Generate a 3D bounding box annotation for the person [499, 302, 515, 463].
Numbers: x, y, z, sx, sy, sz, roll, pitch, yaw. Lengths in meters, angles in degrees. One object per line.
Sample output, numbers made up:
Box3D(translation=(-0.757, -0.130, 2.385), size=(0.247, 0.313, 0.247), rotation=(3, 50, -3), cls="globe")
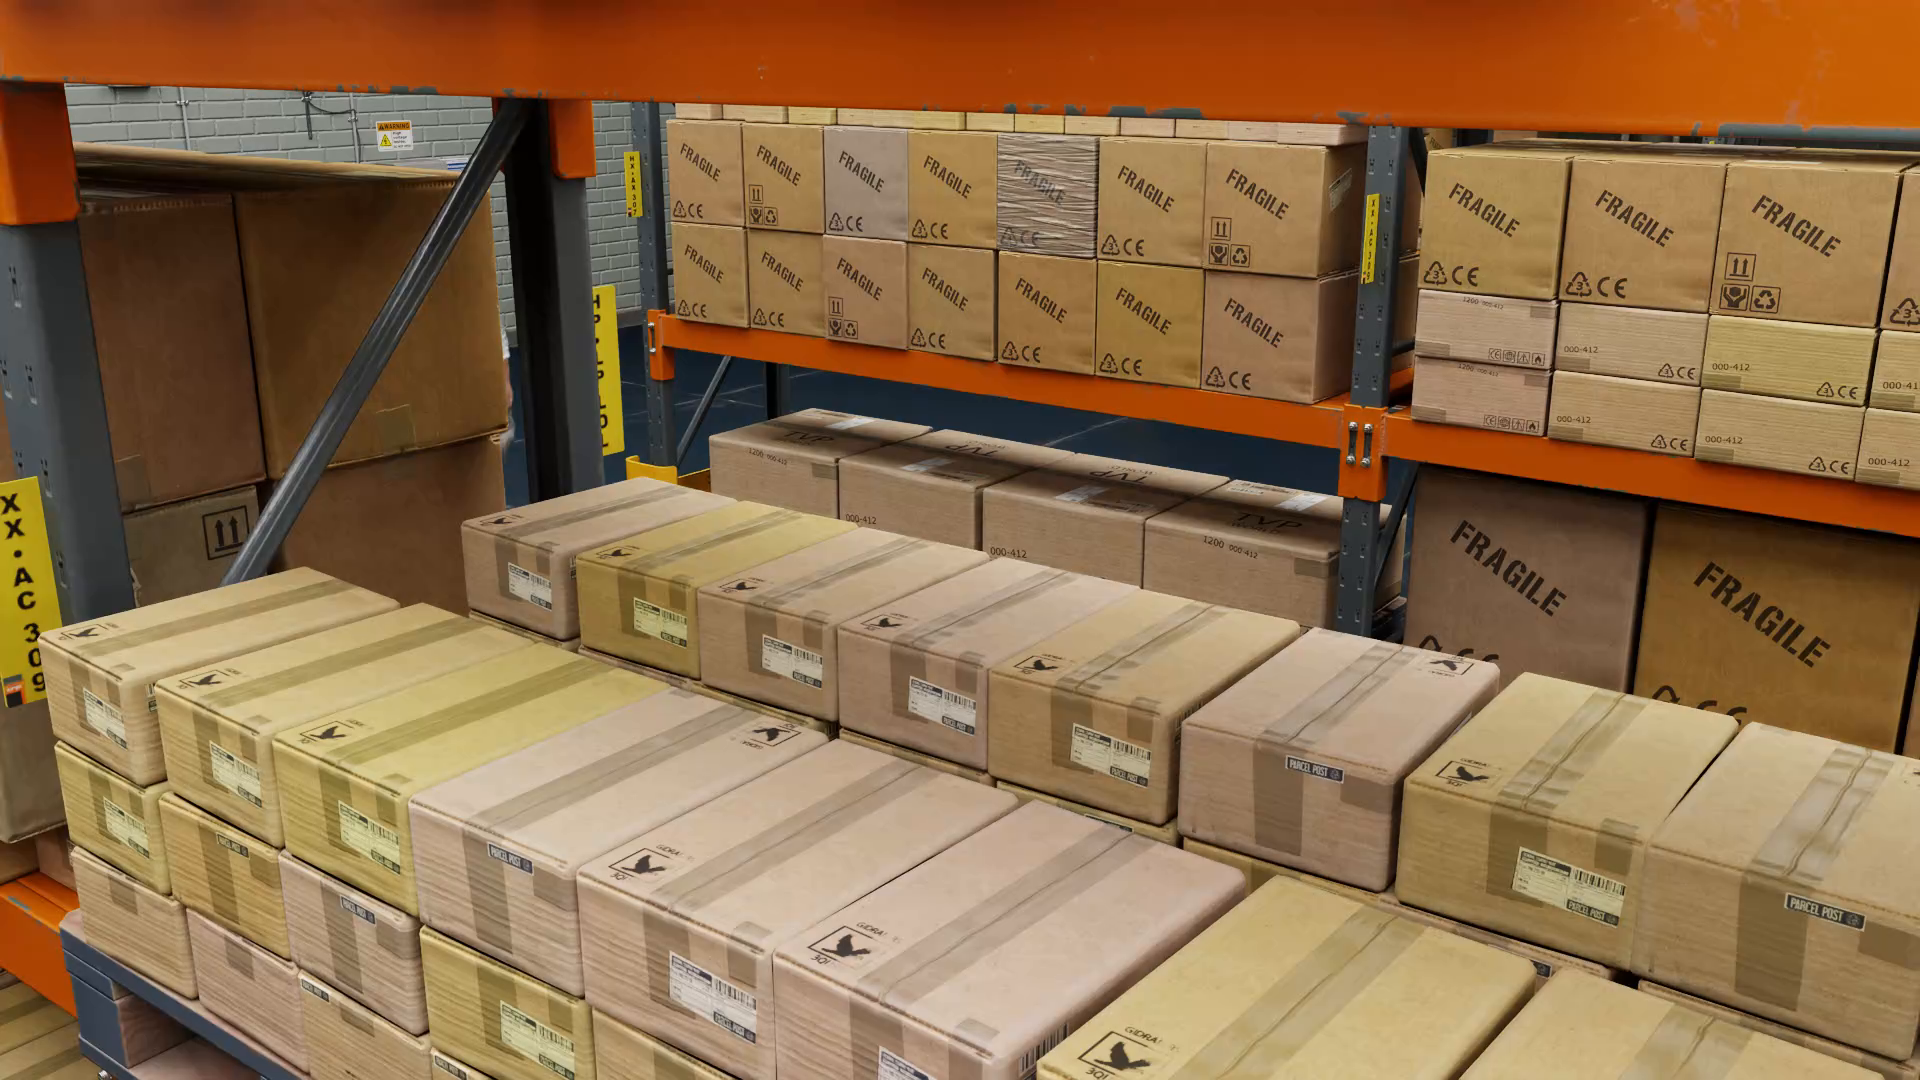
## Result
Box3D(translation=(-2.754, -0.876, 9.410), size=(0.476, 1.583, 0.443), rotation=(3, 17, 10), cls="person")
